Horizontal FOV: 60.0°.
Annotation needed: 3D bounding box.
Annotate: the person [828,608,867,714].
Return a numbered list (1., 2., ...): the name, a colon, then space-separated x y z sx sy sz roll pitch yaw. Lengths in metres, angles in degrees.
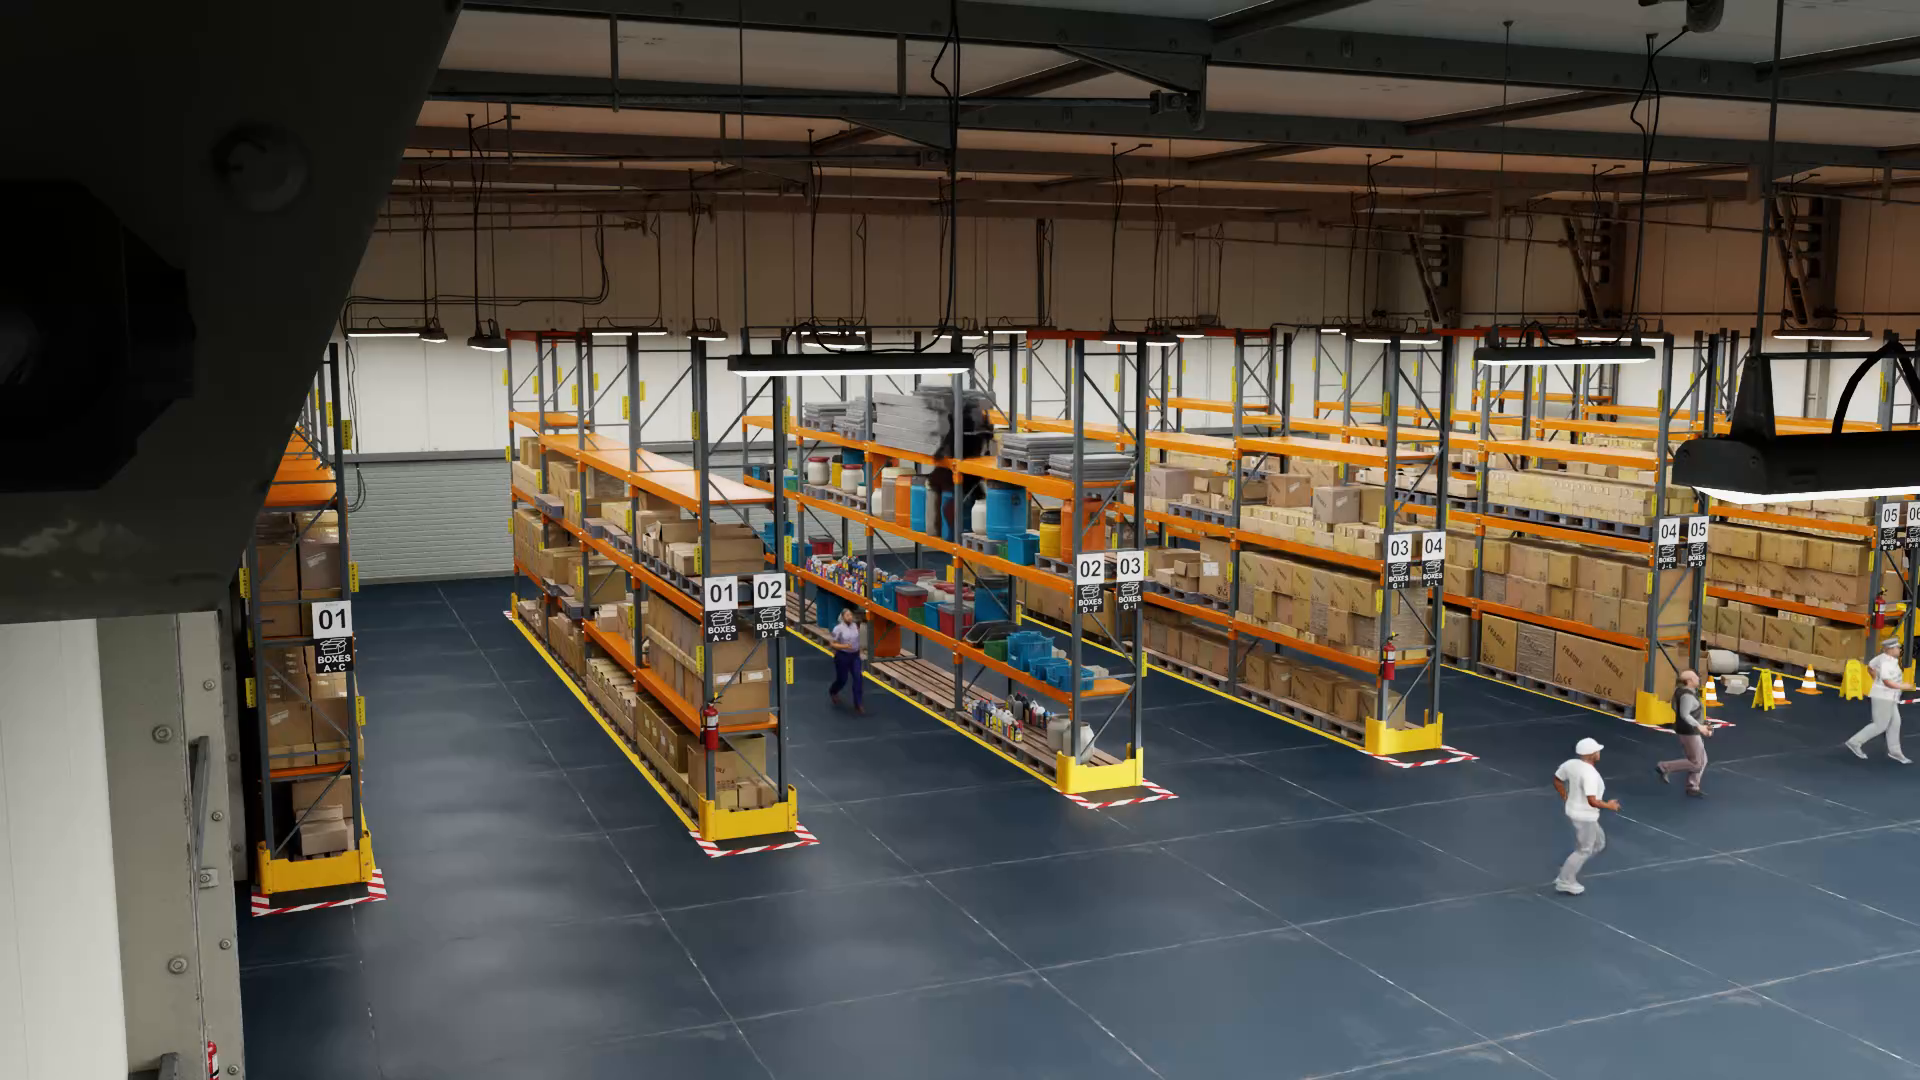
1. person: -1.796 1.913 26.533 0.606 1.627 0.925 -5 9 -33

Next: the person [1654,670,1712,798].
1. person: 9.535 2.544 21.892 0.712 1.696 0.668 2 8 16

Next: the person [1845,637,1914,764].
1. person: 13.070 2.260 23.550 0.870 1.817 0.683 4 9 25

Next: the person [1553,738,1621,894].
1. person: 6.843 3.009 18.134 0.622 1.737 0.696 0 8 3
